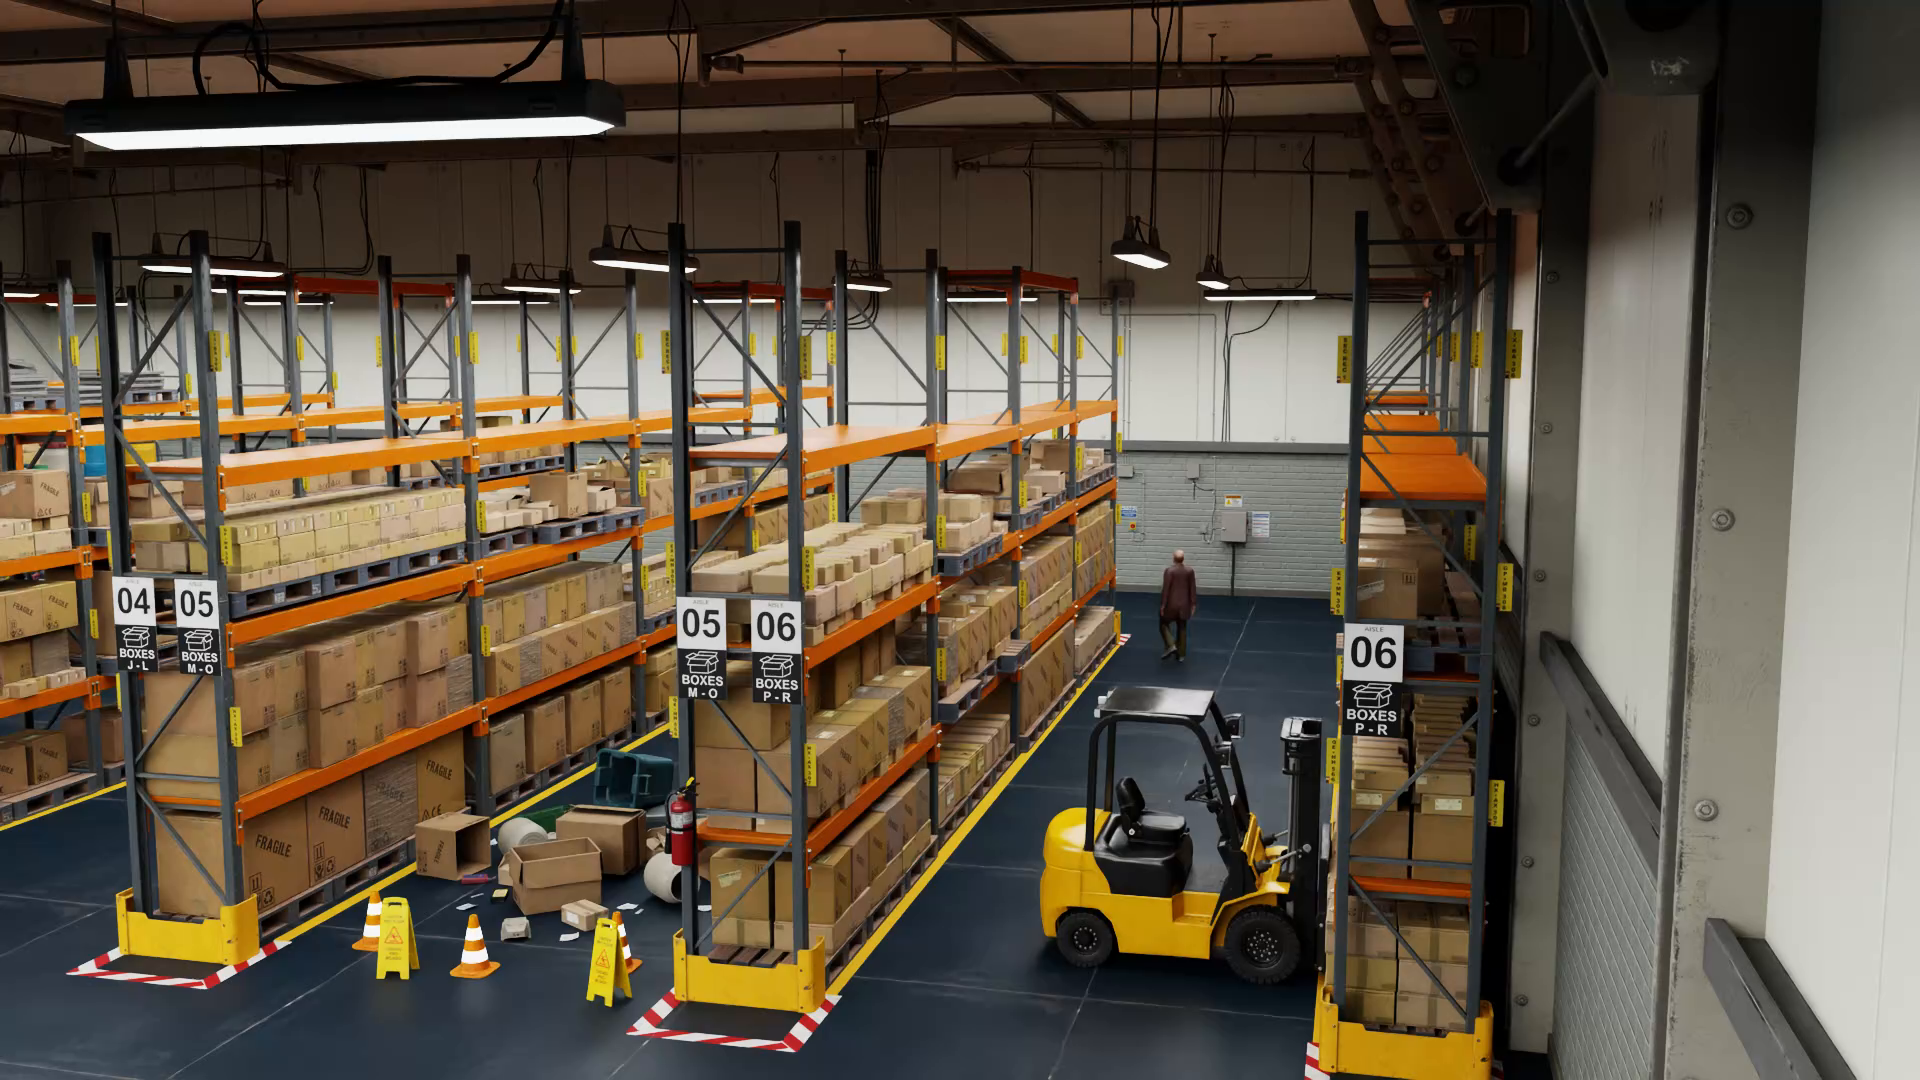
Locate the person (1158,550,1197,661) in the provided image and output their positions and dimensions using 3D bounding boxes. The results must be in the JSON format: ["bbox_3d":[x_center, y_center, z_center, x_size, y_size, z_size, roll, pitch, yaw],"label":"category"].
[{"bbox_3d":[3.485,1.045,26.560,0.638,1.779,0.529,-2,7,-16],"label":"person"}]
